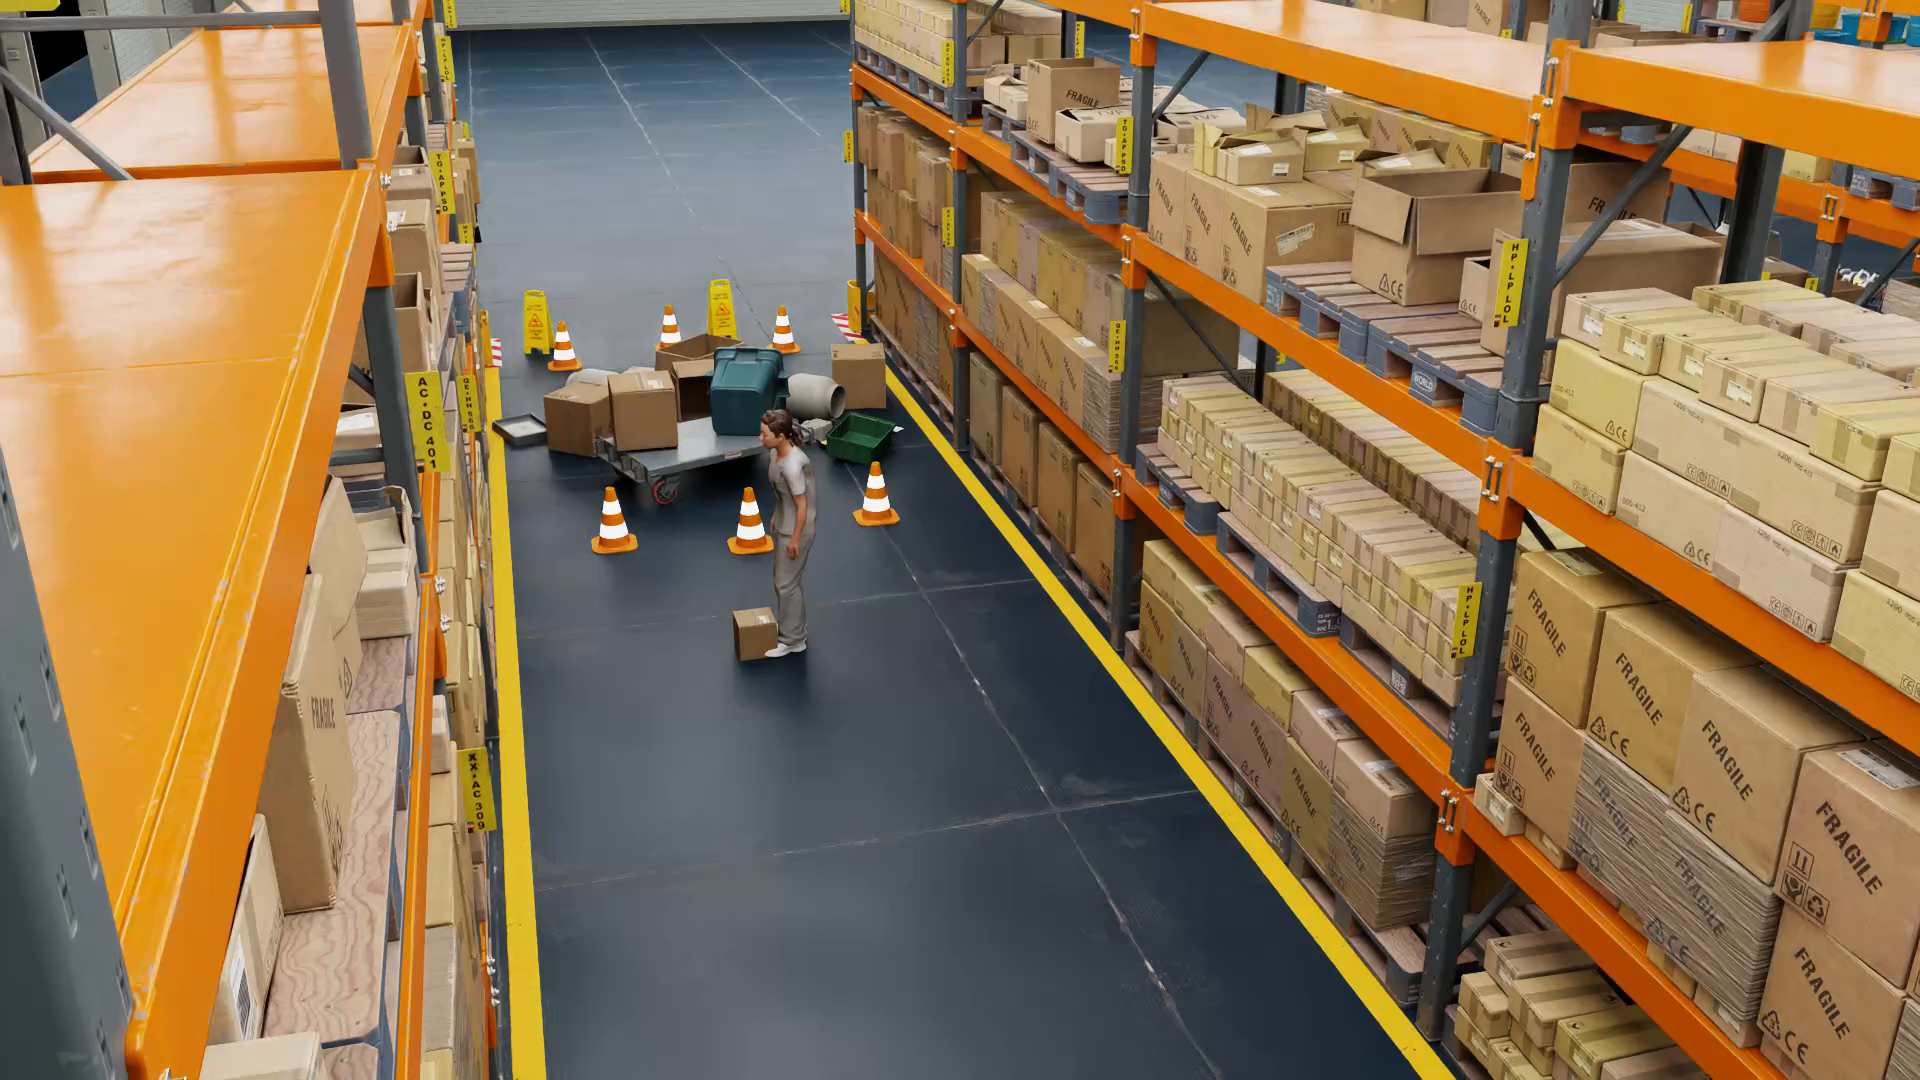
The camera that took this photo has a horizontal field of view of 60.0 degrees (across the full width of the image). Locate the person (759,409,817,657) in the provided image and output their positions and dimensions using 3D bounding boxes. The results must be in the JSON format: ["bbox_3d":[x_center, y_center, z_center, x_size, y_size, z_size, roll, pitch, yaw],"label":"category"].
[{"bbox_3d":[-1.136,-0.060,10.739,0.414,1.672,0.514,-8,24,-17],"label":"person"}]
